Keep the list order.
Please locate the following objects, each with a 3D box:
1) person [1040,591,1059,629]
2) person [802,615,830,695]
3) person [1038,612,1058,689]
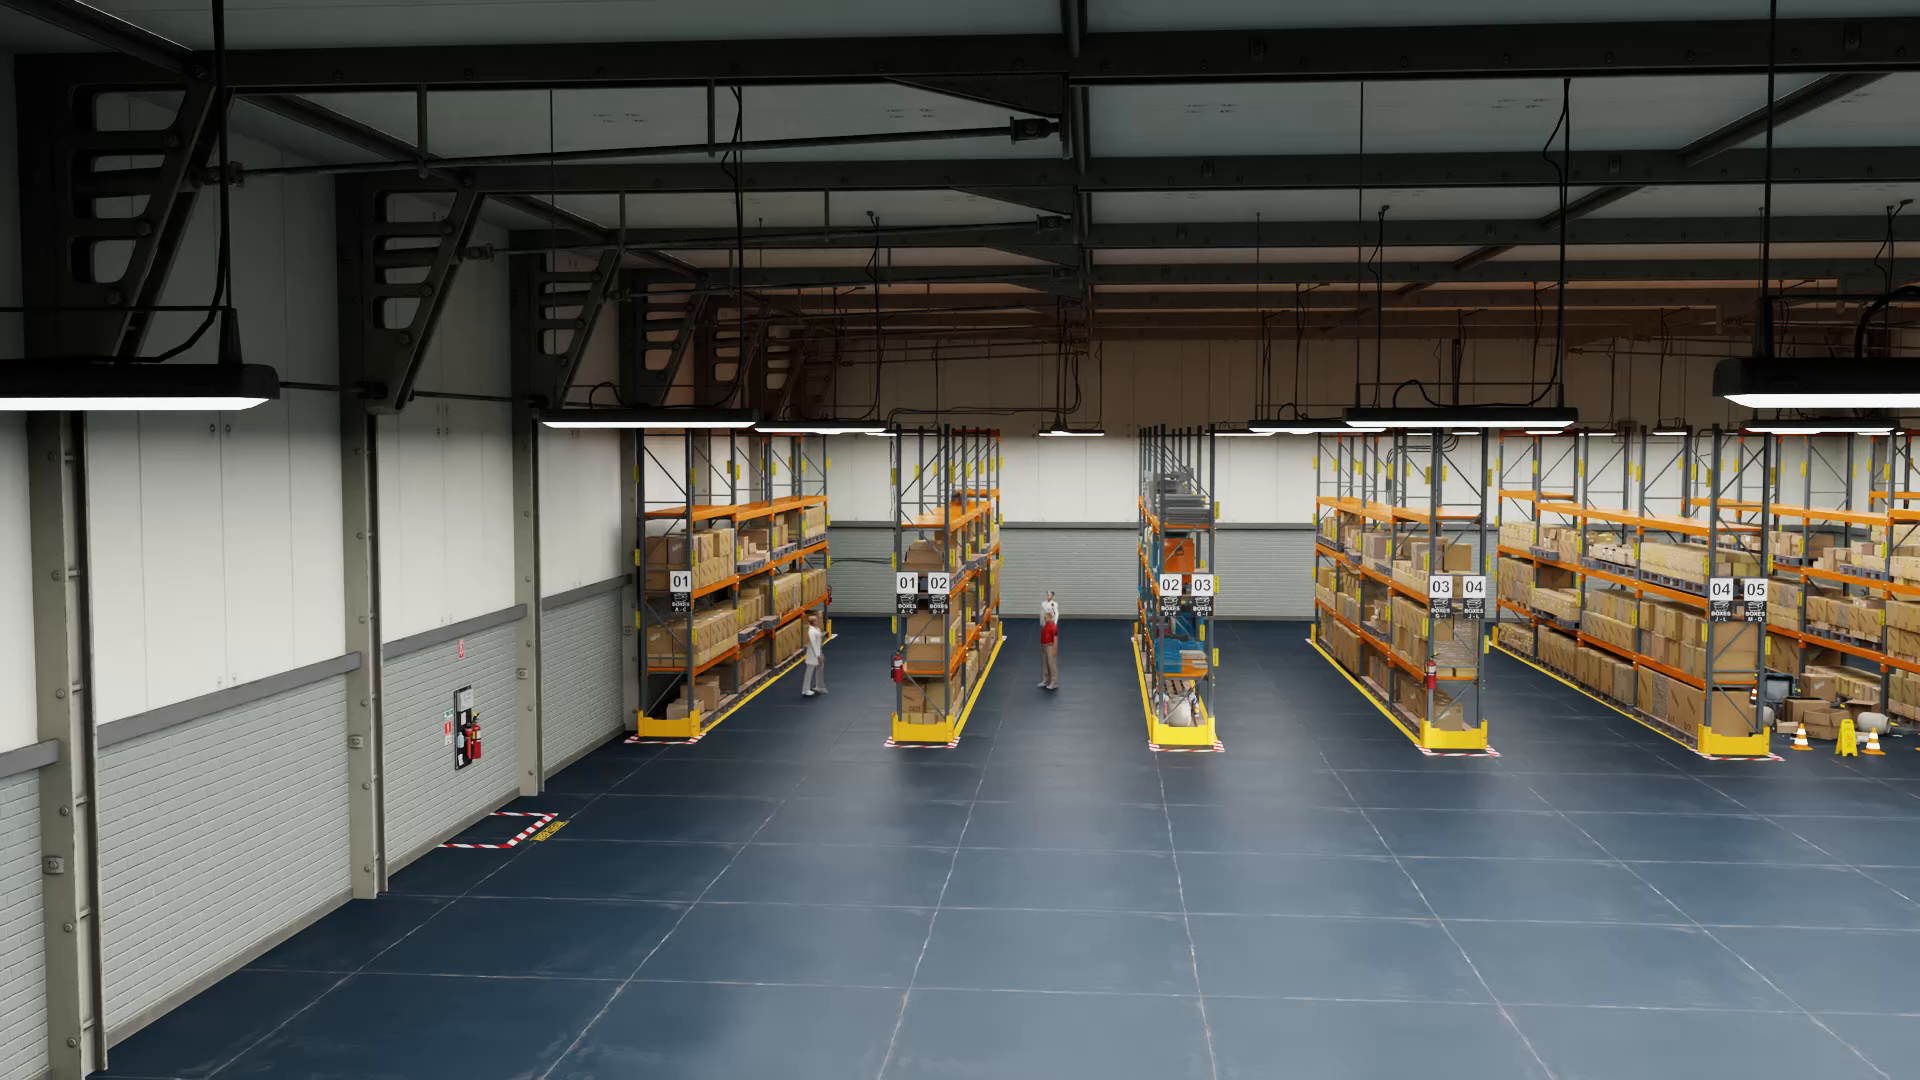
[{"bbox_3d":[2.403,2.175,44.738,0.490,1.640,0.975,0,3,1],"label":"person"},{"bbox_3d":[-3.249,2.591,37.266,0.526,1.828,0.706,1,4,12],"label":"person"},{"bbox_3d":[2.033,2.529,38.301,0.409,1.730,0.620,-1,4,-22],"label":"person"}]
